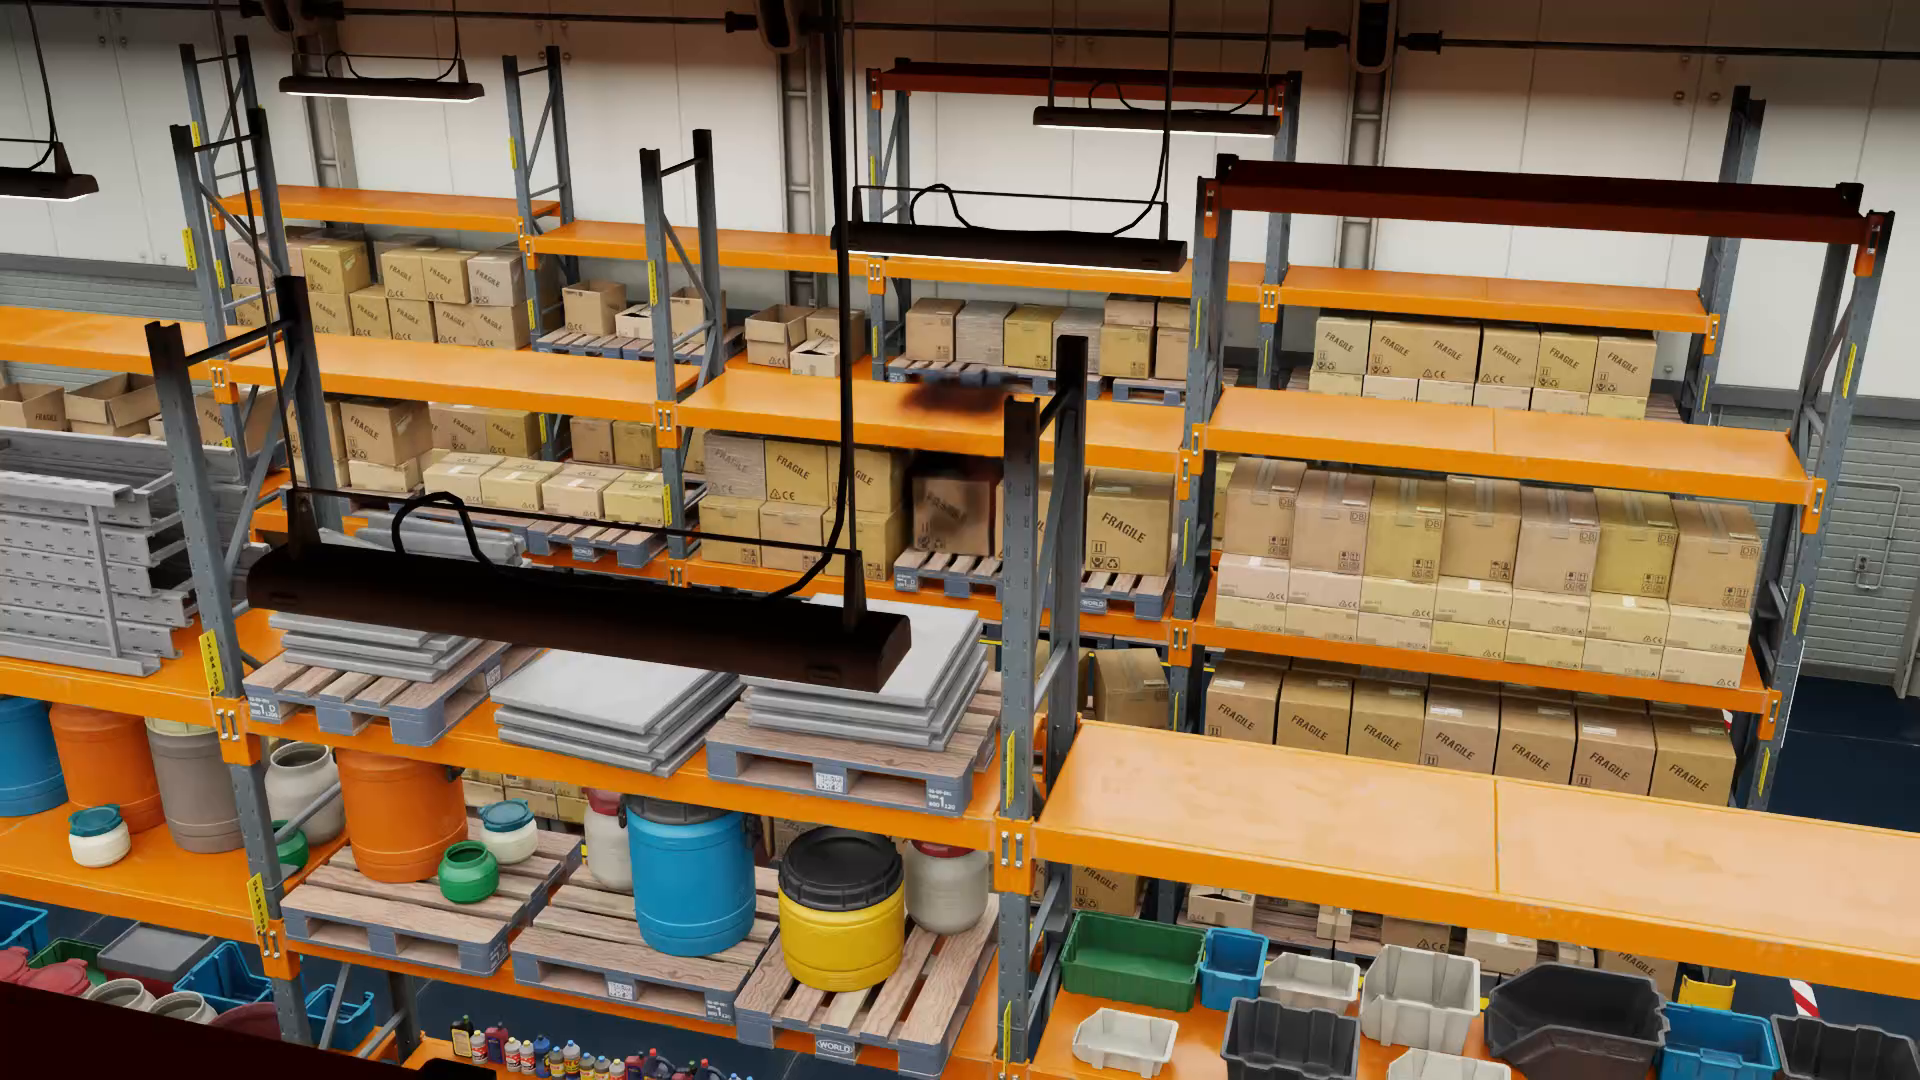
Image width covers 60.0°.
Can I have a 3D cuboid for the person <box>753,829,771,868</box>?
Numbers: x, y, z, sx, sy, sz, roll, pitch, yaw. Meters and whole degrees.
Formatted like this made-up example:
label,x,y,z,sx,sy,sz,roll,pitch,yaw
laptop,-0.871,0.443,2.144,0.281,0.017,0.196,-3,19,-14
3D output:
label,x,y,z,sx,sy,sz,roll,pitch,yaw
person,-1.696,2.264,12.720,0.766,1.824,0.672,2,23,4
